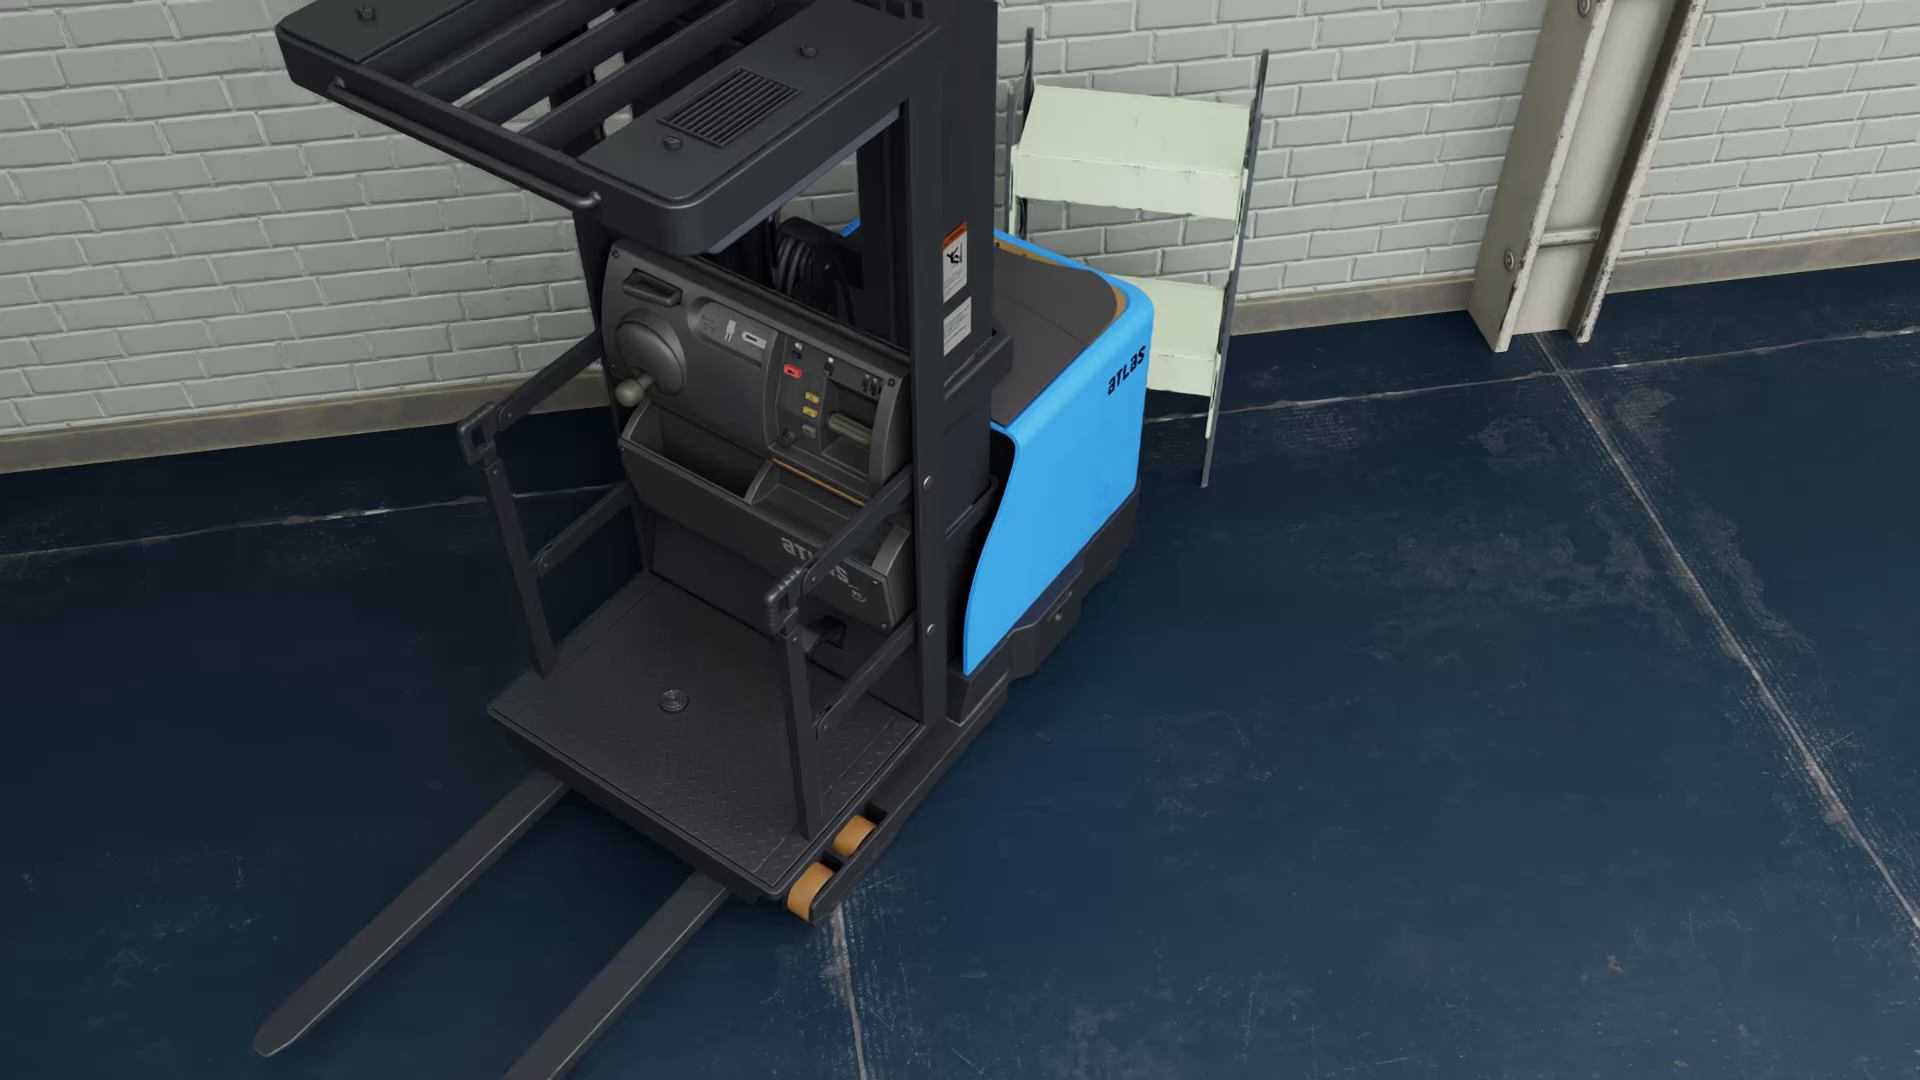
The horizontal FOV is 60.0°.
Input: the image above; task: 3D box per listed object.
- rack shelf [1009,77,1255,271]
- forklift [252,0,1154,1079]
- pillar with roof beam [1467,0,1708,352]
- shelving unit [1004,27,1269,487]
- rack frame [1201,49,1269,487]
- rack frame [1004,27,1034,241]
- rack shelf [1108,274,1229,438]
[{"bbox_3d":[0.547,-1.170,5.294,0.720,0.370,0.431,8,47,7],"label":"rack shelf"},{"bbox_3d":[-0.656,-0.339,4.042,1.130,2.935,3.031,27,52,23],"label":"forklift"},{"bbox_3d":[2.976,-0.930,0.397,0.400,9.000,9.100,-7,46,-7],"label":"pillar with roof beam"},{"bbox_3d":[0.547,-0.899,5.575,0.755,1.500,0.431,8,47,7],"label":"shelving unit"},{"bbox_3d":[0.907,-0.851,5.529,0.023,1.500,0.400,8,47,7],"label":"rack frame"},{"bbox_3d":[0.187,-0.947,5.621,0.023,1.500,0.400,8,47,7],"label":"rack frame"},{"bbox_3d":[0.547,-0.673,5.809,0.720,0.370,0.431,8,47,7],"label":"rack shelf"}]
